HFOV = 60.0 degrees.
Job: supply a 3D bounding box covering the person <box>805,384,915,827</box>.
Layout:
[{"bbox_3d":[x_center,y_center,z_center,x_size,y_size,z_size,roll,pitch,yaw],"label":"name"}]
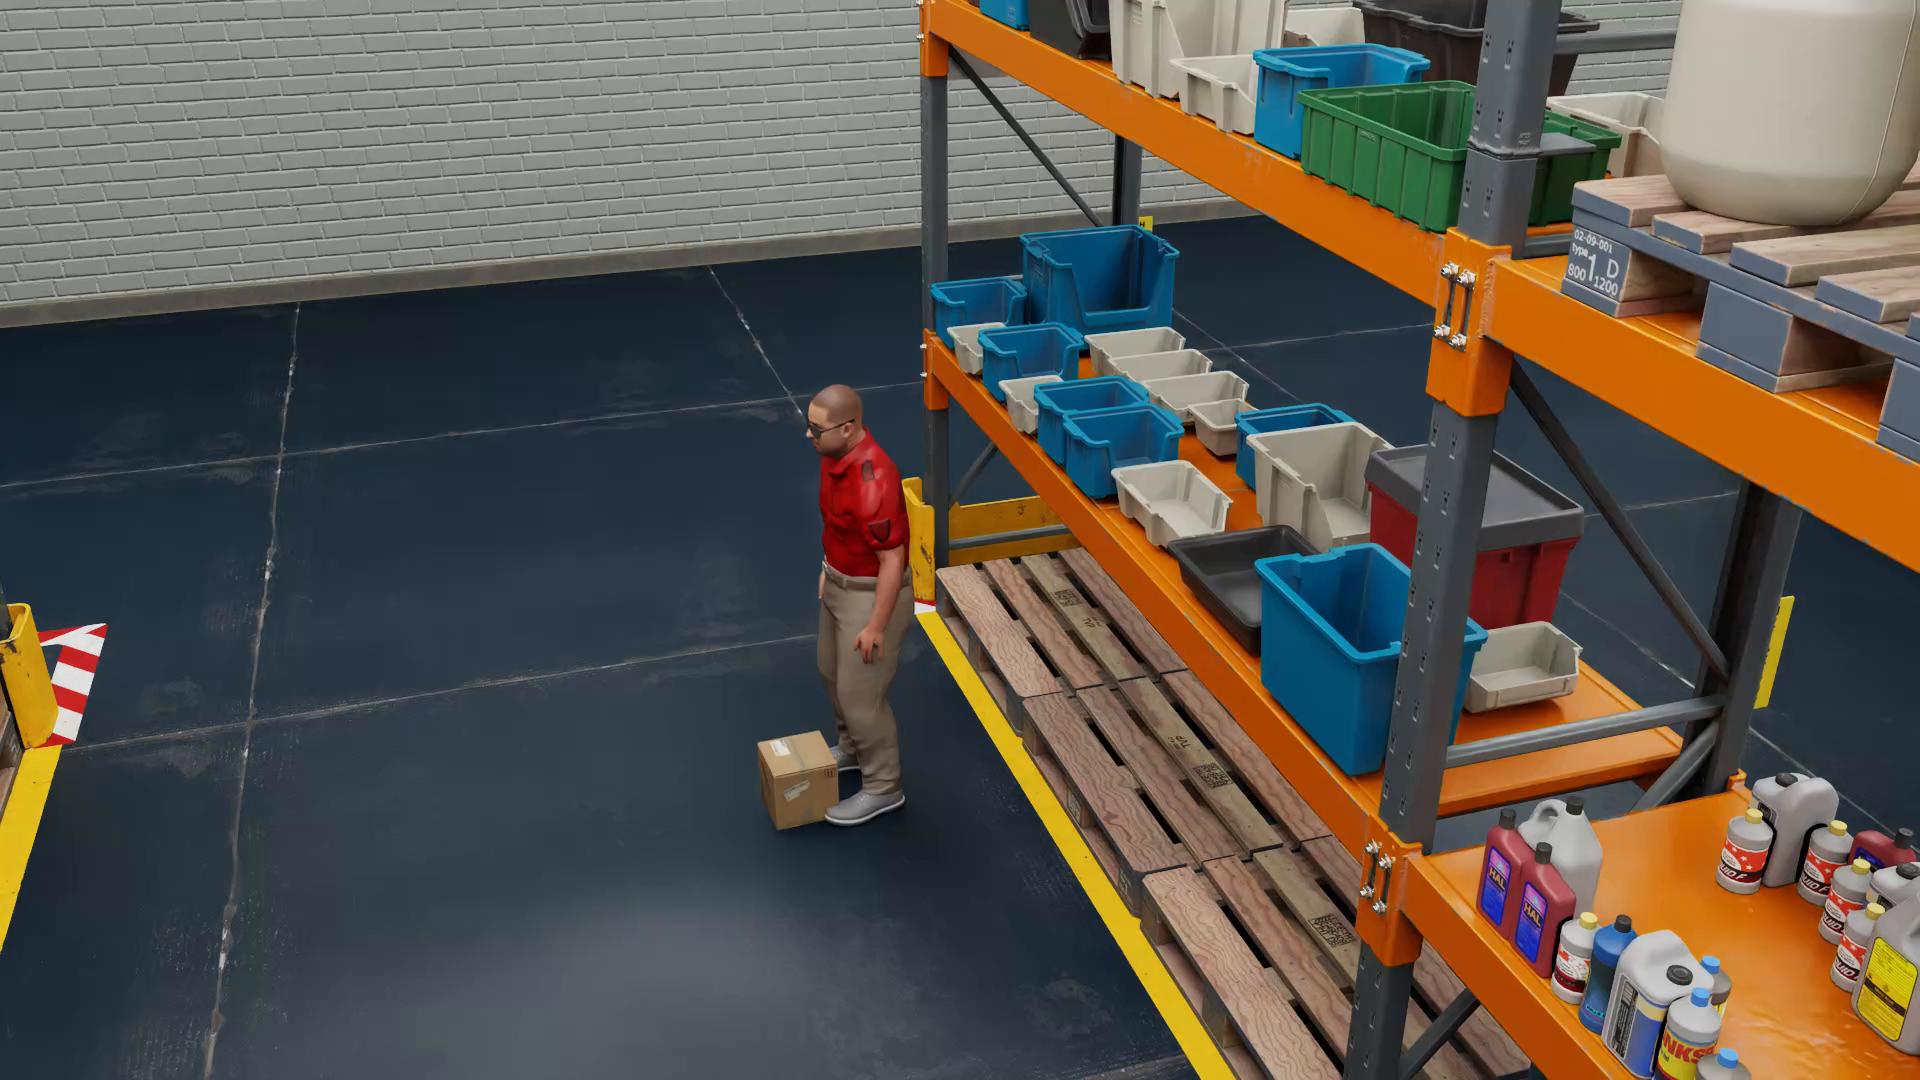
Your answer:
[{"bbox_3d":[-0.383,0.223,6.178,0.391,1.725,0.585,-9,28,-18],"label":"person"}]
